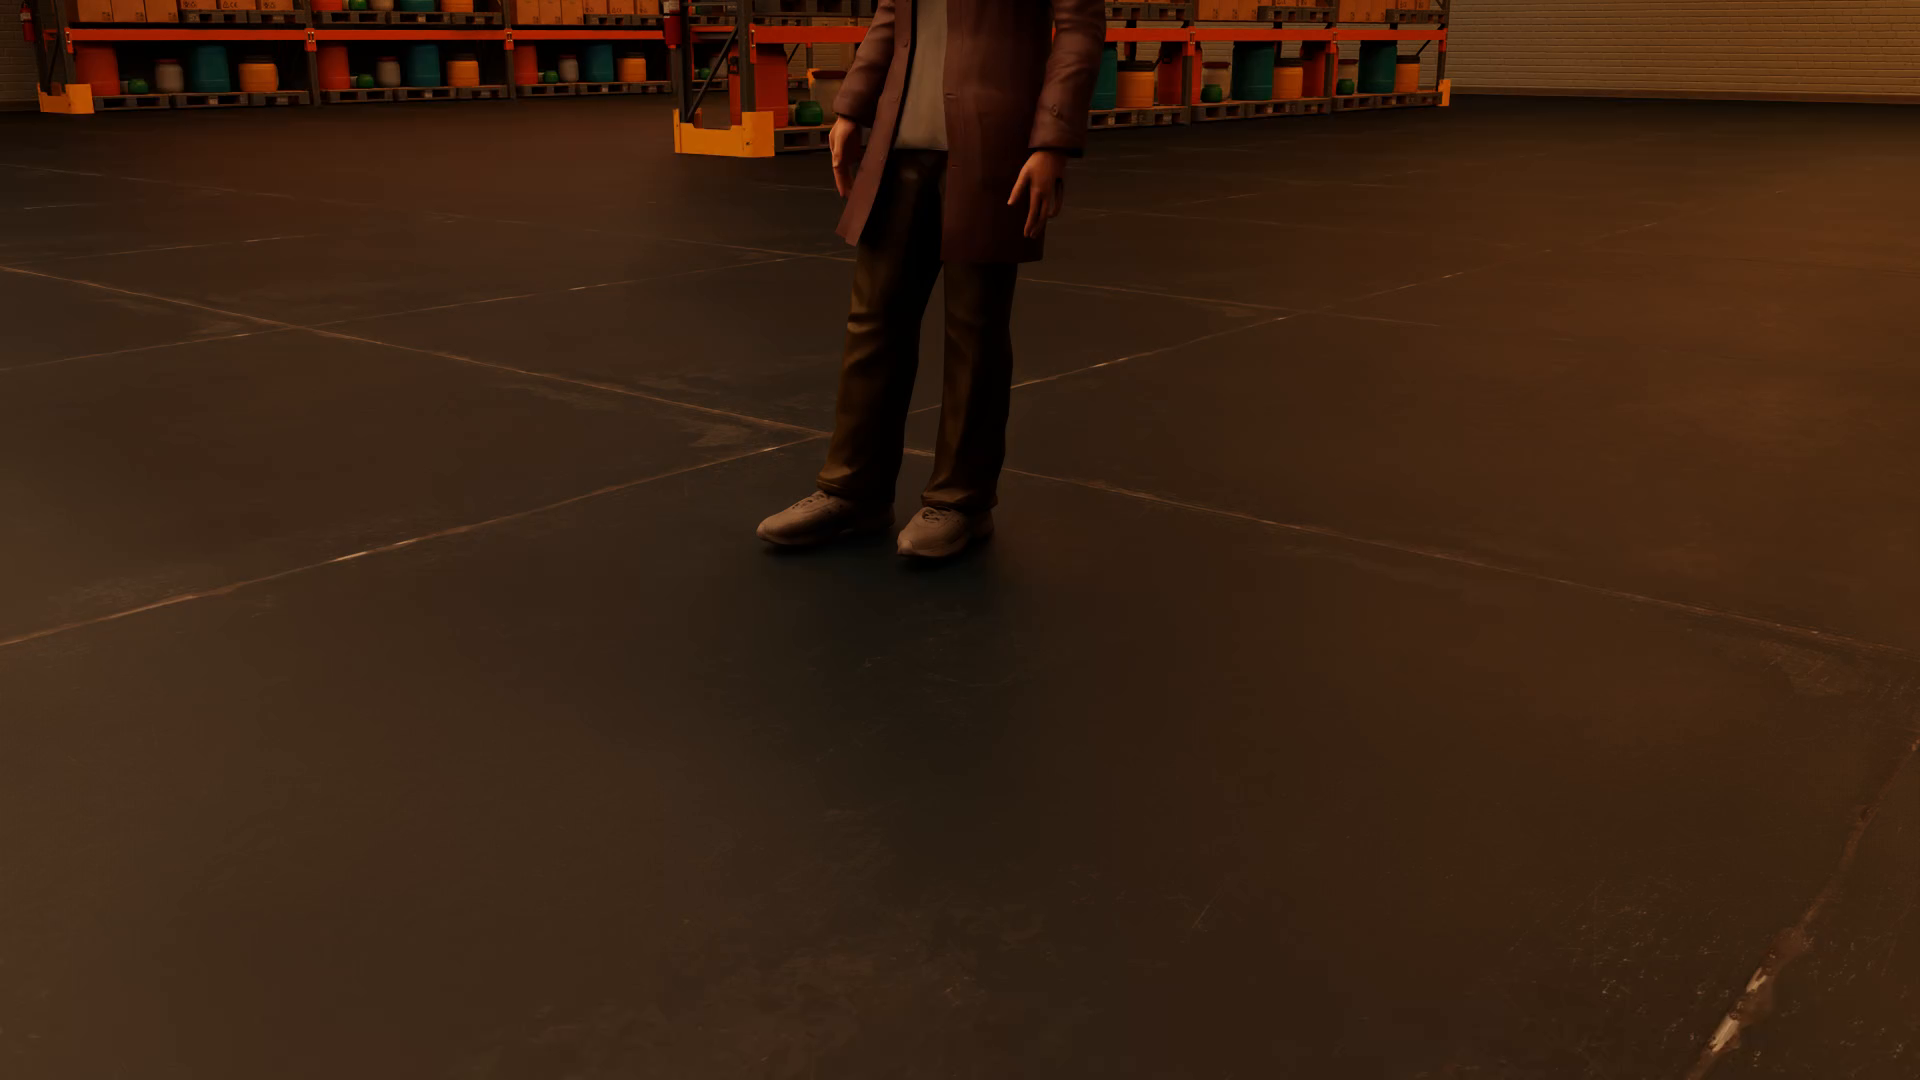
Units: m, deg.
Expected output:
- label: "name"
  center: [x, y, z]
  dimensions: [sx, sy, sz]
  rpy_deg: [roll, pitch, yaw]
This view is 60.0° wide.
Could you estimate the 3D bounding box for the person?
- label: "person"
  center: [-0.062, -0.838, 3.618]
  dimensions: [0.696, 1.775, 0.582]
  rpy_deg: [13, 21, 37]
